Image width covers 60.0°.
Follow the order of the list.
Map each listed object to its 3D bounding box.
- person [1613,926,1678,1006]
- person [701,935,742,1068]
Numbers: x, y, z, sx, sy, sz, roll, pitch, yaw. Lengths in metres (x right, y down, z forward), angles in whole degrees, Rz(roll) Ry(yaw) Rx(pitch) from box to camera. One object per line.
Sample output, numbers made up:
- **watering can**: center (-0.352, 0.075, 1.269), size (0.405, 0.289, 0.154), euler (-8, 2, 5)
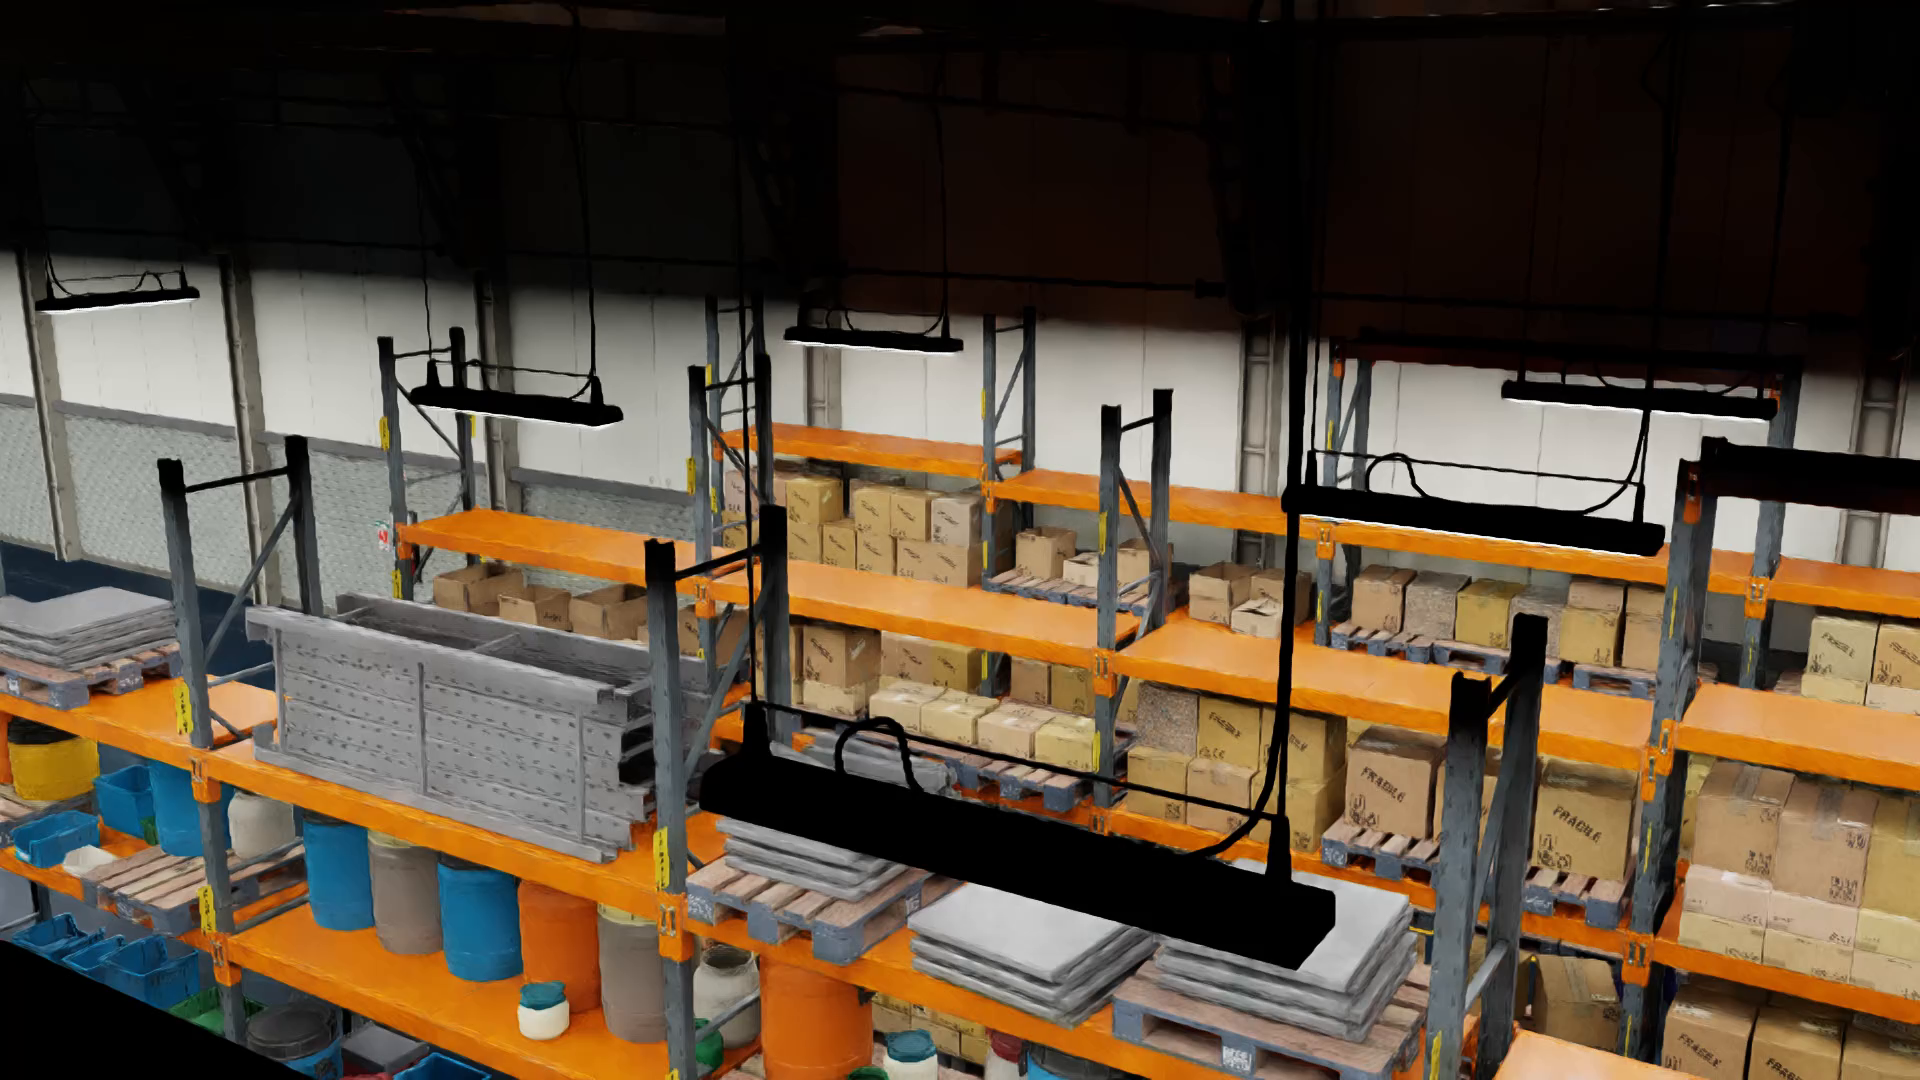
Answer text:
- **person**: center (6.143, 3.704, 14.937), size (1.090, 1.565, 0.482), euler (8, 16, 29)
- **person**: center (-1.992, 3.937, 13.676), size (1.102, 1.715, 0.580), euler (6, 15, 23)
